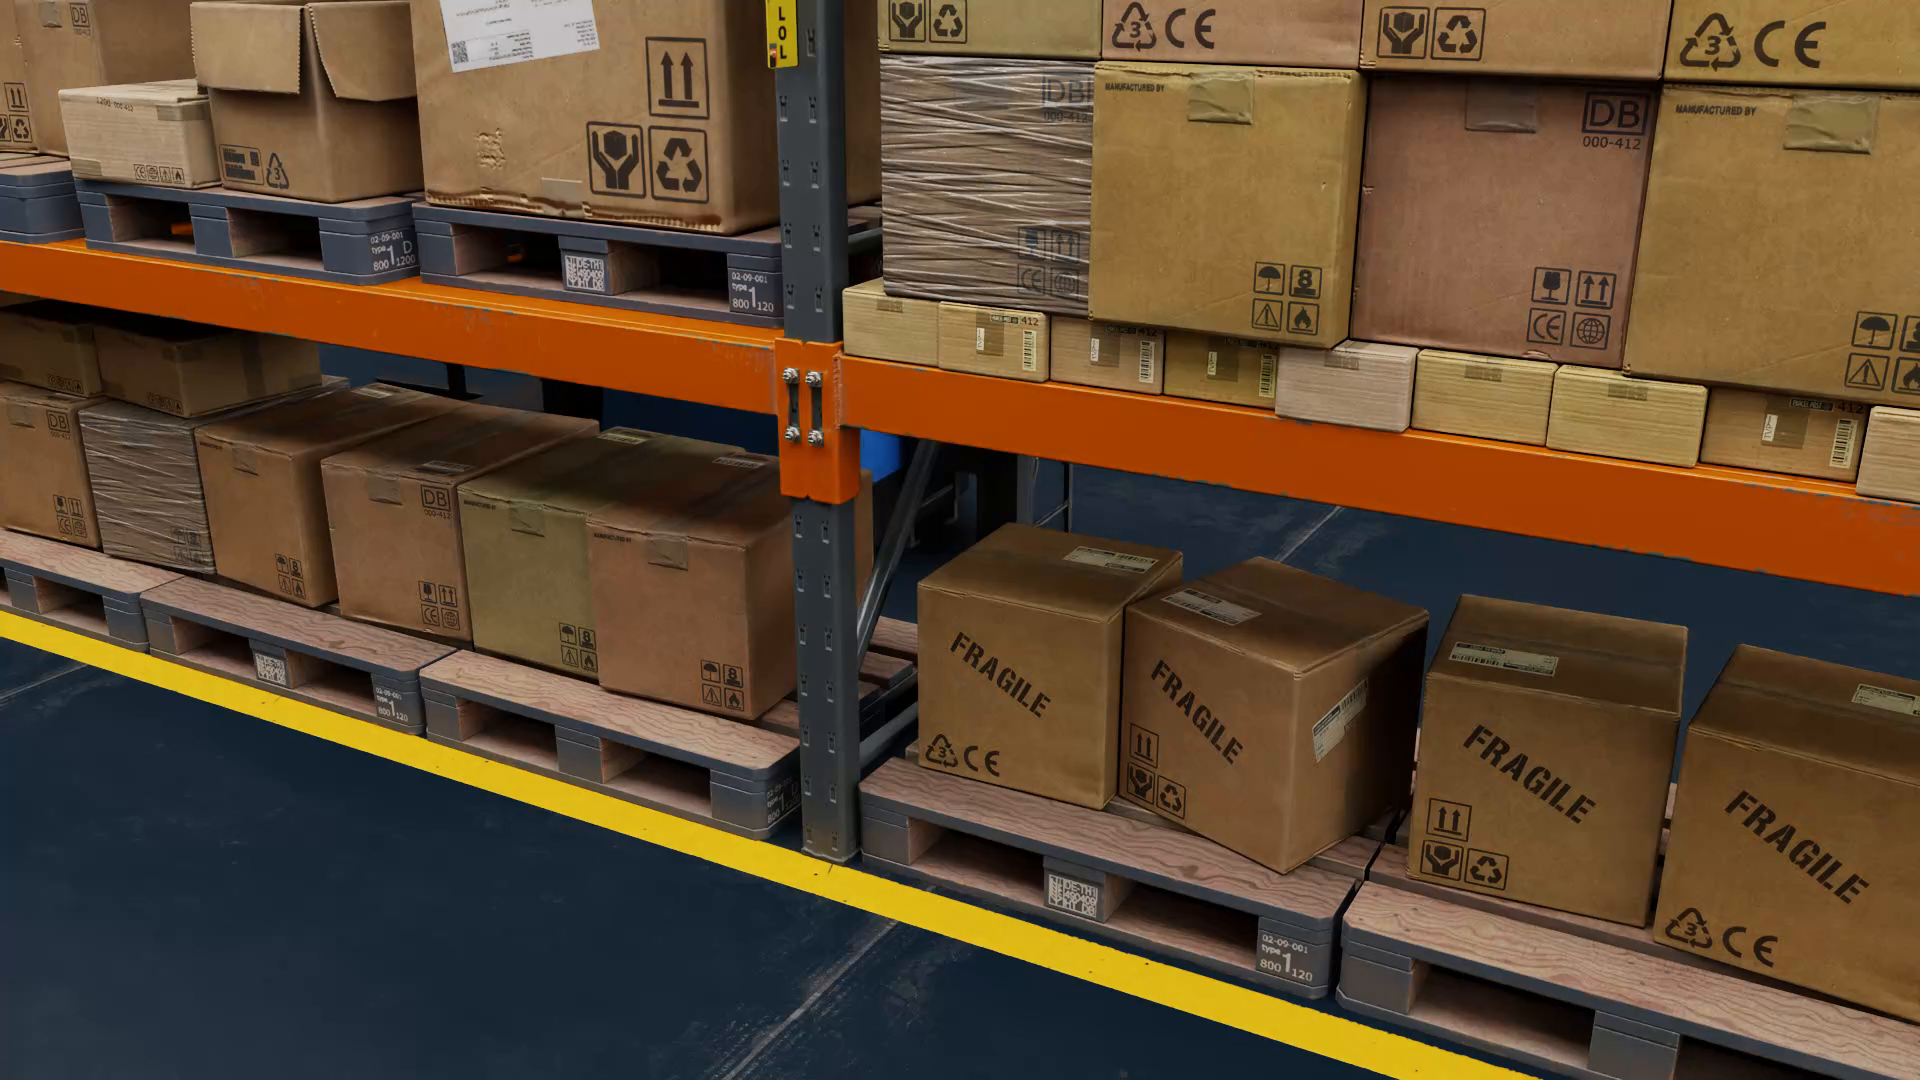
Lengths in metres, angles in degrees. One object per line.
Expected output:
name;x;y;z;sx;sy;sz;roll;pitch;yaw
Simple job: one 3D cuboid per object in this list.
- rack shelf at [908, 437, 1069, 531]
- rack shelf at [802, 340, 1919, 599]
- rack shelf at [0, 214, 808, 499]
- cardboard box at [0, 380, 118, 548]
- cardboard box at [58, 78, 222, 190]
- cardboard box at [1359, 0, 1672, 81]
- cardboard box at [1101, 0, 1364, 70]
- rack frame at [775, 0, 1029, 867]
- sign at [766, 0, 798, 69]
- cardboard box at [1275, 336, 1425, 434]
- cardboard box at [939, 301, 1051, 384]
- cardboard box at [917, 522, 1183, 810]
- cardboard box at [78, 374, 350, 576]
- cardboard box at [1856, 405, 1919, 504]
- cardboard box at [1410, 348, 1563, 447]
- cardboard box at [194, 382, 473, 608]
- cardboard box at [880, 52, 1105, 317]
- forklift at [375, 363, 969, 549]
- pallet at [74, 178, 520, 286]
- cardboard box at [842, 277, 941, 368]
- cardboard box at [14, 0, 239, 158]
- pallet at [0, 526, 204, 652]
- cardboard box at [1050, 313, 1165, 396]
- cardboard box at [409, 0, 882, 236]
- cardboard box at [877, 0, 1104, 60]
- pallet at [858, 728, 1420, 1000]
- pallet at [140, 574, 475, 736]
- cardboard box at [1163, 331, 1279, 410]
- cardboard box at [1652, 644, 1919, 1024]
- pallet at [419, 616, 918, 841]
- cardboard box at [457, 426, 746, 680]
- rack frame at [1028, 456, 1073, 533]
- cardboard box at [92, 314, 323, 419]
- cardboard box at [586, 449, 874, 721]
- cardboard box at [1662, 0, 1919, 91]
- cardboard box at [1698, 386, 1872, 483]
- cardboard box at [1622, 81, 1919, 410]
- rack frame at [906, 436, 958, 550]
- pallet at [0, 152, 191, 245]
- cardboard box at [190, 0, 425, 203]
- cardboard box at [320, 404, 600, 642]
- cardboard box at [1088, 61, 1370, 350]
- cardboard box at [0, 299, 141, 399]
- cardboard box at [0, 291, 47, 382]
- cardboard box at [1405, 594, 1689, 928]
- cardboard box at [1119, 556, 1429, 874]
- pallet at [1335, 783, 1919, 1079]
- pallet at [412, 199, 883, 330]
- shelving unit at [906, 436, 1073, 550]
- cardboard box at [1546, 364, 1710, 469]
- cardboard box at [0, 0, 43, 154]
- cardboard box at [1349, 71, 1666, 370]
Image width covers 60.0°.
rack shelf;0.114;-0.305;6.219;0.480;0.518;0.431;10;22;25
rack shelf;1.646;-0.086;3.259;4.000;0.370;1.077;11;23;27
rack shelf;-1.846;-0.751;5.093;4.000;0.370;1.077;11;23;27
cardboard box;-2.997;-0.348;5.947;0.500;0.500;0.700;10;22;24
cardboard box;-2.241;-1.202;4.884;0.500;0.250;0.500;10;22;26
cardboard box;1.043;-1.097;2.942;0.500;0.500;0.500;11;23;27
cardboard box;0.606;-1.181;3.172;0.500;0.500;0.500;11;23;27
rack frame;-0.100;-0.757;4.053;0.127;3.000;1.000;11;23;27
sign;-0.367;-1.135;3.399;0.005;0.325;0.100;11;23;27
cardboard box;0.806;-0.342;3.278;0.250;0.149;0.380;11;23;27
cardboard box;0.153;-0.468;3.625;0.250;0.149;0.380;11;23;27
cardboard box;0.230;0.299;4.192;0.500;0.500;0.500;10;22;26
cardboard box;-2.507;-0.260;5.704;0.500;0.500;0.700;9;22;23
cardboard box;1.682;-0.178;2.825;0.250;0.149;0.380;11;23;27
cardboard box;1.044;-0.313;3.198;0.250;0.149;0.380;11;23;27
cardboard box;-2.008;-0.168;5.449;0.500;0.500;0.700;13;24;32
cardboard box;0.263;-0.851;3.728;0.500;0.500;0.875;11;23;27
forklift;-1.516;-1.612;6.510;3.031;2.935;1.130;10;22;25
pallet;-1.844;-1.015;5.046;1.213;0.211;1.003;11;23;27
cardboard box;-0.059;-0.514;3.751;0.250;0.149;0.380;11;23;27
cardboard box;-2.565;-1.526;5.410;0.500;0.500;0.700;15;25;35
pallet;-2.910;0.019;6.003;1.213;0.211;1.003;11;23;27
cardboard box;0.385;-0.435;3.533;0.250;0.149;0.380;11;23;27
cardboard box;-0.725;-1.410;4.358;1.000;1.000;1.000;11;23;28
cardboard box;0.169;-1.263;3.400;0.500;0.500;0.500;11;23;27
pallet;0.504;0.655;4.250;1.213;0.211;1.003;11;23;27
pallet;-1.849;0.222;5.443;1.213;0.211;1.003;11;23;27
cardboard box;0.608;-0.396;3.427;0.250;0.149;0.380;11;23;27
cardboard box;1.779;0.578;3.423;0.500;0.500;0.500;13;24;32
pallet;-0.780;0.425;4.884;1.213;0.211;1.003;11;23;27
cardboard box;-1.033;0.018;4.938;0.500;0.500;0.700;11;22;27
rack frame;0.332;-0.938;5.873;0.015;2.100;0.400;10;22;25
cardboard box;-2.524;-0.619;5.593;0.500;0.250;0.500;14;24;33
cardboard box;-0.625;0.103;4.704;0.500;0.500;0.700;9;22;23
cardboard box;1.484;-1.018;2.722;0.500;0.500;0.500;11;23;27
cardboard box;1.498;-0.240;2.997;0.250;0.149;0.380;11;23;27
cardboard box;1.584;-0.608;3.061;0.500;0.500;0.875;11;23;27
rack frame;-0.105;-1.013;6.078;0.015;2.100;0.400;10;22;25
pallet;-2.918;-1.245;5.680;1.003;0.211;1.213;11;23;27
cardboard box;-1.658;-1.264;4.683;0.637;0.503;0.797;13;24;33
cardboard box;-1.521;-0.075;5.194;0.500;0.500;0.700;9;22;23
cardboard box;0.682;-0.757;3.470;0.500;0.500;0.875;11;23;27
cardboard box;-2.992;-0.704;5.828;0.500;0.250;0.500;12;23;29
cardboard box;-4.184;-0.742;6.511;0.875;0.875;1.225;10;22;25
cardboard box;1.314;0.472;3.715;0.500;0.500;0.500;9;22;23
cardboard box;0.734;0.392;3.935;0.500;0.500;0.500;-17;26;-39
pallet;1.573;0.858;3.691;1.213;0.211;1.003;11;23;27
pallet;-0.696;-0.837;4.556;1.213;0.211;1.003;11;23;27
shelving unit;0.114;-0.976;5.975;0.503;2.100;0.431;10;22;25
cardboard box;1.257;-0.268;3.074;0.250;0.149;0.380;11;23;27
cardboard box;-3.101;-1.589;5.584;0.500;0.500;0.500;8;21;21
cardboard box;1.168;-0.704;3.324;0.500;0.500;0.875;11;23;27
